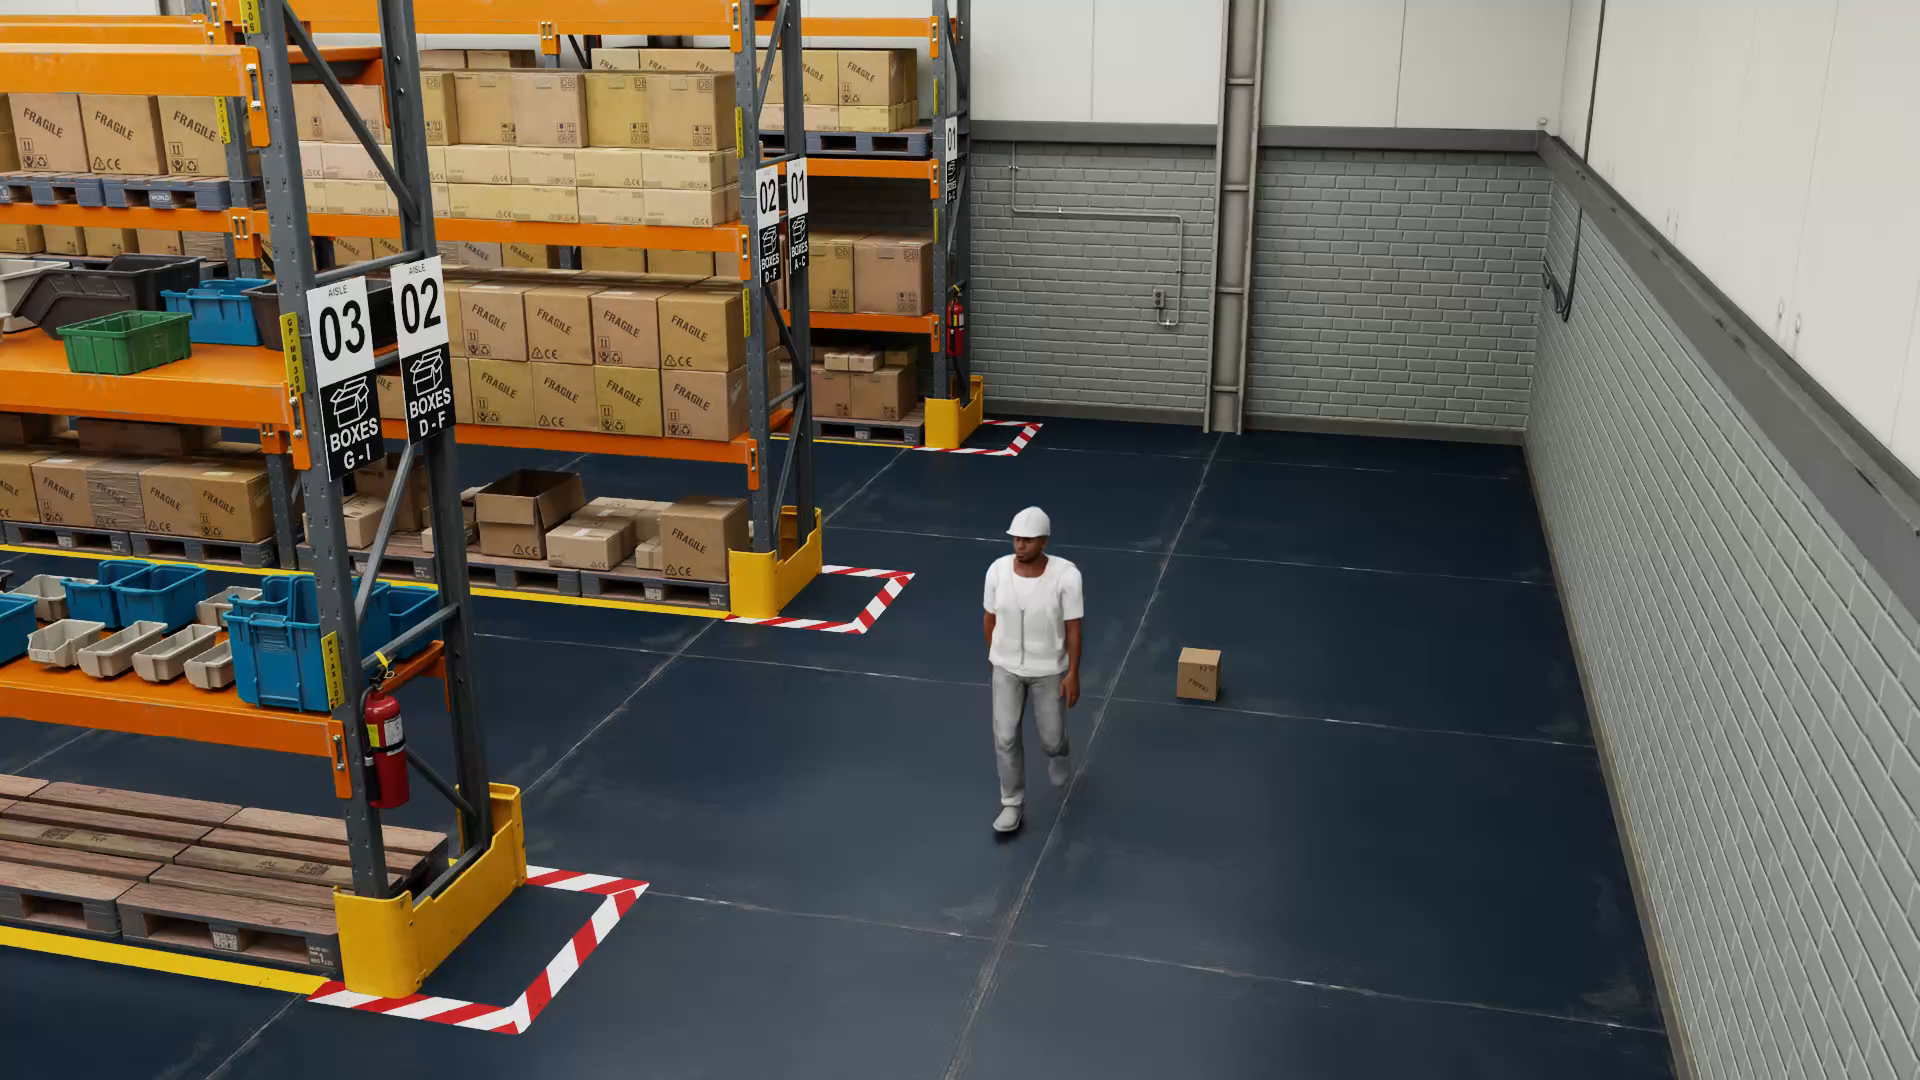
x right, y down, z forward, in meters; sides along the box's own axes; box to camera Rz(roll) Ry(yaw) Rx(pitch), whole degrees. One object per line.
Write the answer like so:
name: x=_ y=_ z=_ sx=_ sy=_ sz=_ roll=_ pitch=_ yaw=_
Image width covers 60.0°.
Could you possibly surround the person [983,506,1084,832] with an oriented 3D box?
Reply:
person: x=0.390 y=0.660 z=8.937 sx=0.576 sy=1.746 sz=0.707 roll=5 pitch=19 yaw=16
